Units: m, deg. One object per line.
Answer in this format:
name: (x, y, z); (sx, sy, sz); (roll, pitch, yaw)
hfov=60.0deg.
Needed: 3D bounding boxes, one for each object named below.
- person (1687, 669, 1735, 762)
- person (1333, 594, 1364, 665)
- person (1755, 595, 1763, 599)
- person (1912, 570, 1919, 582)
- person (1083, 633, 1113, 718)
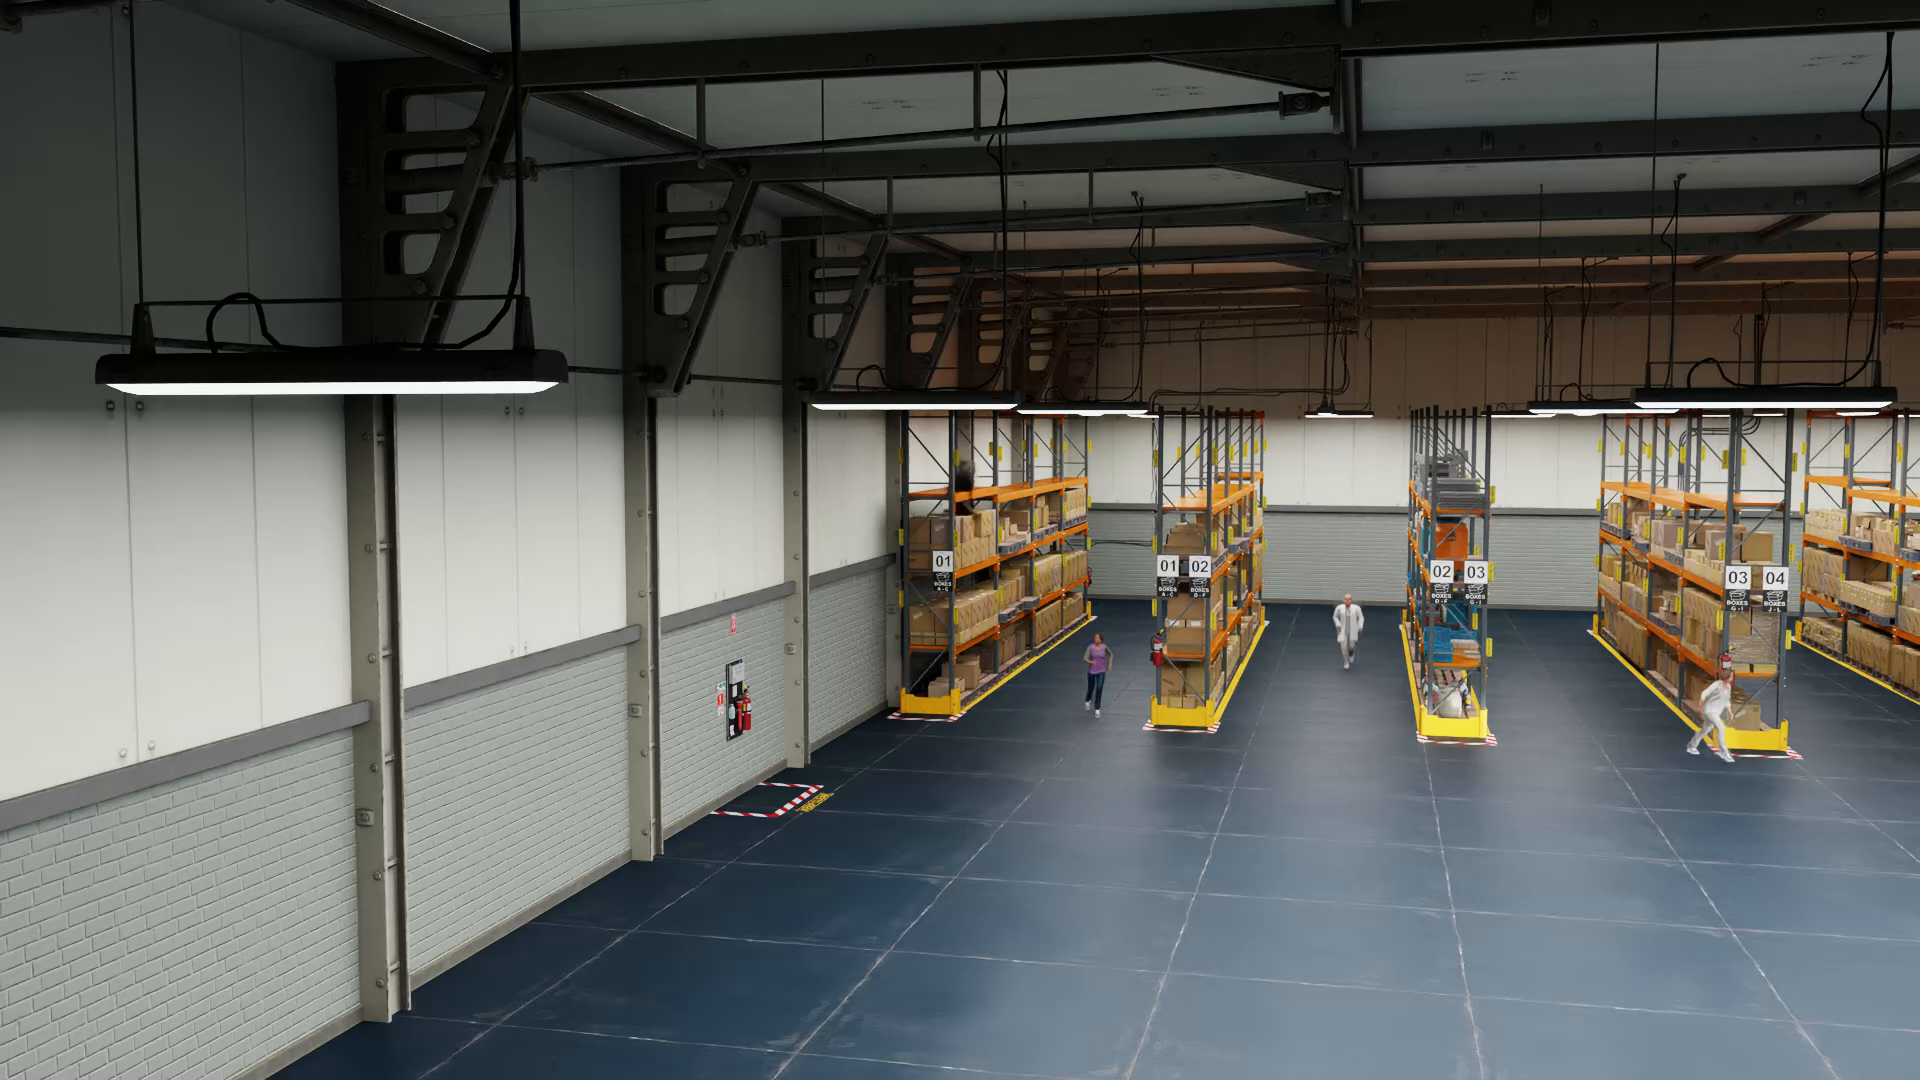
person: (12.794, 2.927, 28.173); (0.448, 1.518, 0.876); (-3, 5, -37)
person: (8.960, 2.079, 38.408); (0.699, 1.658, 0.602); (1, 4, 13)
person: (20.515, 1.854, 42.542); (0.584, 1.620, 0.611); (1, 4, 16)
person: (25.321, 1.602, 43.966); (0.851, 1.669, 0.632); (0, 4, 3)
person: (2.685, 2.596, 32.399); (0.581, 1.615, 0.843); (0, 4, 2)
